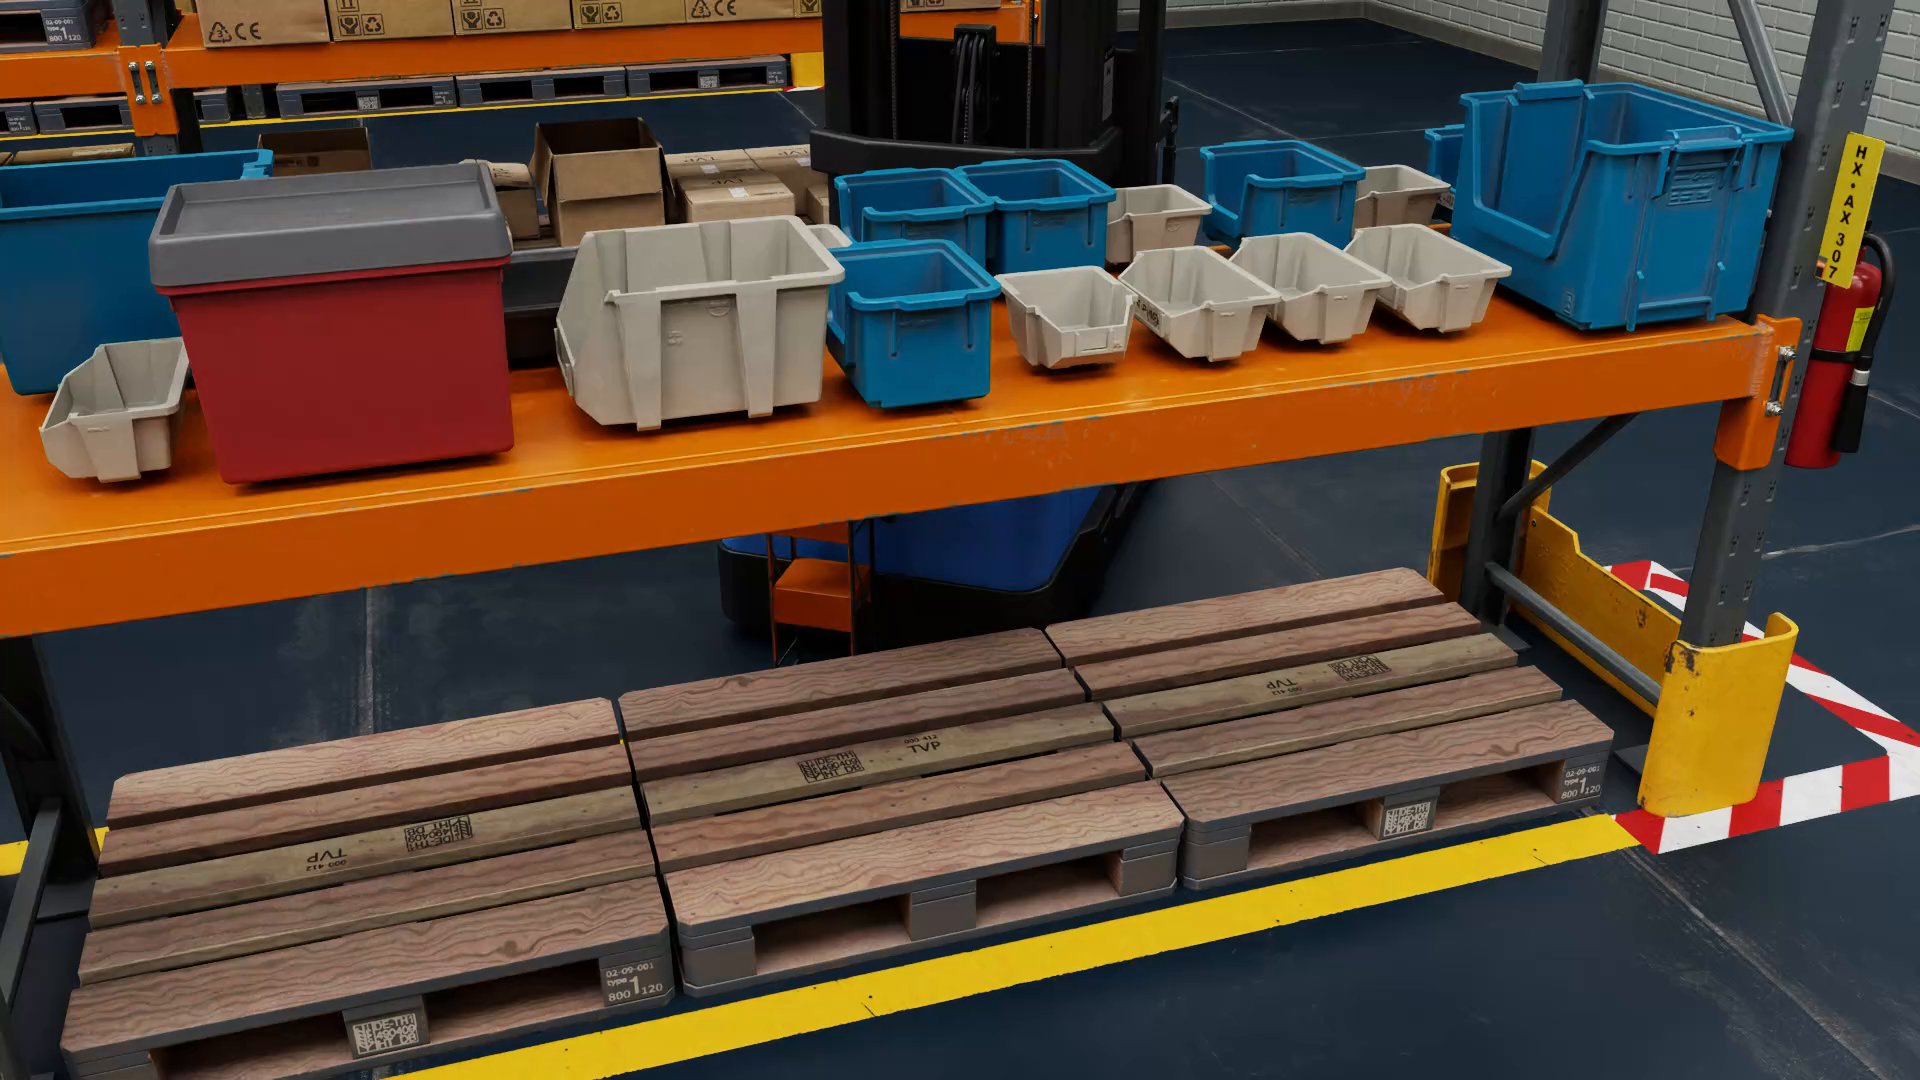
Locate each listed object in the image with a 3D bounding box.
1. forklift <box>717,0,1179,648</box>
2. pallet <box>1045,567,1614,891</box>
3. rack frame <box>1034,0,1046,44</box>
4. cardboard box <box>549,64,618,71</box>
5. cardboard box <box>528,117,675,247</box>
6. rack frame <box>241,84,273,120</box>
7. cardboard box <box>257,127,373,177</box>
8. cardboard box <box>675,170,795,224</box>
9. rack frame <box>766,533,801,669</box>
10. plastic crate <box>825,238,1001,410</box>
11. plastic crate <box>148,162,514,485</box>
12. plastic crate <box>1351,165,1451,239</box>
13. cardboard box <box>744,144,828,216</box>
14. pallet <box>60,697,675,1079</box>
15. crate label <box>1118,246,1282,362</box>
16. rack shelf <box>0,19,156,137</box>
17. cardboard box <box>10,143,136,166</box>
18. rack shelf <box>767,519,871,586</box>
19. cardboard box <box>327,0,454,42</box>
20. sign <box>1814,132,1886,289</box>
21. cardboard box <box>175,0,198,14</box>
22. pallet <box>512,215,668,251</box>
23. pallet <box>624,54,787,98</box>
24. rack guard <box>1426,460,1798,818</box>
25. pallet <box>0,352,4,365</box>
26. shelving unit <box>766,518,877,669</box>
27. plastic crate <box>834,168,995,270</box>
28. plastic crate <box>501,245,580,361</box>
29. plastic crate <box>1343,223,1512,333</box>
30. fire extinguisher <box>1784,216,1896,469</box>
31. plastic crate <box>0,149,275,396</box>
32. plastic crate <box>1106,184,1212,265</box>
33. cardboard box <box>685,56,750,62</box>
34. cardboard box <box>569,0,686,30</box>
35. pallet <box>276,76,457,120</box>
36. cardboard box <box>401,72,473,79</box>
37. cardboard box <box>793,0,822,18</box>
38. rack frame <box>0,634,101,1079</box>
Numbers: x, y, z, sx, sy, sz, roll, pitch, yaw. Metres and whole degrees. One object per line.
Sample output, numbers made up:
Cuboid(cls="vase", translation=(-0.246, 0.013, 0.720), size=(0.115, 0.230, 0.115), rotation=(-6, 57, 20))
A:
Cuboid(cls="forklift", translation=(0.189, -1.580, 5.637), size=(1.130, 2.935, 3.031), rotation=(8, 27, 16))
Cuboid(cls="pallet", translation=(0.967, 0.468, 4.571), size=(1.213, 0.211, 1.003), rotation=(-8, 28, -16))
Cuboid(cls="rack frame", translation=(0.233, -2.973, 8.366), size=(0.127, 3.000, 1.000), rotation=(-8, 28, -16))
Cuboid(cls="cardboard box", translation=(-2.893, -3.859, 12.488), size=(0.500, 0.500, 0.700), rotation=(-9, 28, -18))
Cuboid(cls="cardboard box", translation=(-1.786, -1.762, 8.239), size=(0.637, 0.503, 0.797), rotation=(-8, 28, -16))
Cuboid(cls="rack frame", translation=(-5.108, -4.517, 11.474), size=(0.127, 3.000, 1.000), rotation=(-8, 28, -16))
Cuboid(cls="cardboard box", translation=(-3.116, -1.698, 8.114), size=(0.500, 0.500, 0.500), rotation=(-8, 28, -16))
Cuboid(cls="cardboard box", translation=(-1.120, -1.642, 8.281), size=(0.500, 0.250, 0.500), rotation=(-8, 28, -16))
Cuboid(cls="rack frame", translation=(-0.511, -0.068, 4.706), size=(0.008, 1.050, 0.200), rotation=(7, 27, 14))
Cuboid(cls="plastic crate", translation=(-0.110, -0.439, 3.382), size=(0.300, 0.233, 0.416), rotation=(-8, 28, -16))
Cuboid(cls="plastic crate", translation=(-1.113, -0.400, 3.044), size=(0.583, 0.464, 0.402), rotation=(-8, 28, -16))
Cuboid(cls="plastic crate", translation=(1.096, -0.883, 4.385), size=(0.298, 0.136, 0.250), rotation=(-8, 28, -16))
Cuboid(cls="cardboard box", translation=(-0.847, -1.915, 8.832), size=(0.500, 0.250, 0.500), rotation=(-8, 28, -16))
Cuboid(cls="pallet", translation=(-1.353, 0.804, 3.894), size=(1.213, 0.211, 1.003), rotation=(-8, 28, -16))
Cuboid(cls="crate label", translation=(0.507, -0.516, 3.645), size=(0.243, 0.136, 0.396), rotation=(-8, 28, -16))
Cuboid(cls="rack shelf", translation=(-5.472, -1.825, 6.862), size=(4.000, 0.370, 1.077), rotation=(-8, 28, -16))
Cuboid(cls="cardboard box", translation=(-4.106, -1.537, 7.788), size=(0.500, 0.500, 0.500), rotation=(-10, 28, -18))
Cuboid(cls="rack shelf", translation=(-0.393, -0.044, 4.683), size=(0.240, 0.259, 0.215), rotation=(7, 27, 14))
Cuboid(cls="cardboard box", translation=(-2.515, -2.494, 7.288), size=(0.500, 0.500, 0.500), rotation=(-8, 27, -15))
Cuboid(cls="sign", translation=(1.949, -0.721, 3.646), size=(0.005, 0.325, 0.100), rotation=(-8, 28, -16))
Cuboid(cls="cardboard box", translation=(-5.686, -3.597, 11.568), size=(0.750, 0.750, 0.750), rotation=(-8, 27, -15))
Cuboid(cls="pallet", translation=(-1.755, -1.437, 8.408), size=(1.213, 0.211, 1.003), rotation=(-8, 28, -16))
Cuboid(cls="pallet", translation=(-2.041, -3.675, 12.916), size=(1.213, 0.211, 1.003), rotation=(-8, 28, -16))
Cuboid(cls="rack guard", translation=(1.782, 0.232, 4.720), size=(0.348, 0.500, 1.175), rotation=(-8, 28, -16))
Cuboid(cls="pallet", translation=(-4.332, -1.046, 7.619), size=(1.213, 0.211, 1.003), rotation=(-8, 28, -16))
Cuboid(cls="shelving unit", translation=(-0.393, -0.054, 4.678), size=(0.252, 1.050, 0.215), rotation=(7, 27, 14))
Cuboid(cls="plastic crate", translation=(-0.111, -0.713, 3.934), size=(0.300, 0.233, 0.416), rotation=(-8, 28, -16))
Cuboid(cls="plastic crate", translation=(-1.059, -0.499, 3.624), size=(0.590, 0.125, 0.437), rotation=(-8, 28, -16))
Cuboid(cls="plastic crate", translation=(1.044, -0.599, 3.811), size=(0.243, 0.136, 0.396), rotation=(-8, 28, -16))
Cuboid(cls="fire extinguisher", translation=(2.048, -0.506, 3.901), size=(0.183, 0.674, 0.296), rotation=(-8, 28, -16))
Cuboid(cls="plastic crate", translation=(-1.702, -0.556, 3.447), size=(0.575, 0.384, 0.392), rotation=(-8, 28, -16))
Cuboid(cls="plastic crate", translation=(0.451, -0.790, 4.197), size=(0.298, 0.136, 0.250), rotation=(-8, 28, -16))
Cuboid(cls="cardboard box", translation=(-1.939, -3.997, 12.767), size=(0.500, 0.500, 0.700), rotation=(-8, 28, -16))
Cuboid(cls="cardboard box", translation=(-1.556, -2.633, 7.568), size=(0.500, 0.500, 0.500), rotation=(-9, 28, -17))
Cuboid(cls="pallet", translation=(-4.361, -3.339, 12.239), size=(1.213, 0.211, 1.003), rotation=(-8, 28, -16))
Cuboid(cls="cardboard box", translation=(-3.886, -3.713, 12.194), size=(0.500, 0.500, 0.700), rotation=(-9, 28, -17))
Cuboid(cls="cardboard box", translation=(-0.601, -2.769, 7.841), size=(0.500, 0.500, 0.500), rotation=(-8, 28, -16))
Cuboid(cls="rack frame", translation=(-2.040, -0.328, 3.037), size=(0.127, 3.000, 1.000), rotation=(-8, 28, -16))
